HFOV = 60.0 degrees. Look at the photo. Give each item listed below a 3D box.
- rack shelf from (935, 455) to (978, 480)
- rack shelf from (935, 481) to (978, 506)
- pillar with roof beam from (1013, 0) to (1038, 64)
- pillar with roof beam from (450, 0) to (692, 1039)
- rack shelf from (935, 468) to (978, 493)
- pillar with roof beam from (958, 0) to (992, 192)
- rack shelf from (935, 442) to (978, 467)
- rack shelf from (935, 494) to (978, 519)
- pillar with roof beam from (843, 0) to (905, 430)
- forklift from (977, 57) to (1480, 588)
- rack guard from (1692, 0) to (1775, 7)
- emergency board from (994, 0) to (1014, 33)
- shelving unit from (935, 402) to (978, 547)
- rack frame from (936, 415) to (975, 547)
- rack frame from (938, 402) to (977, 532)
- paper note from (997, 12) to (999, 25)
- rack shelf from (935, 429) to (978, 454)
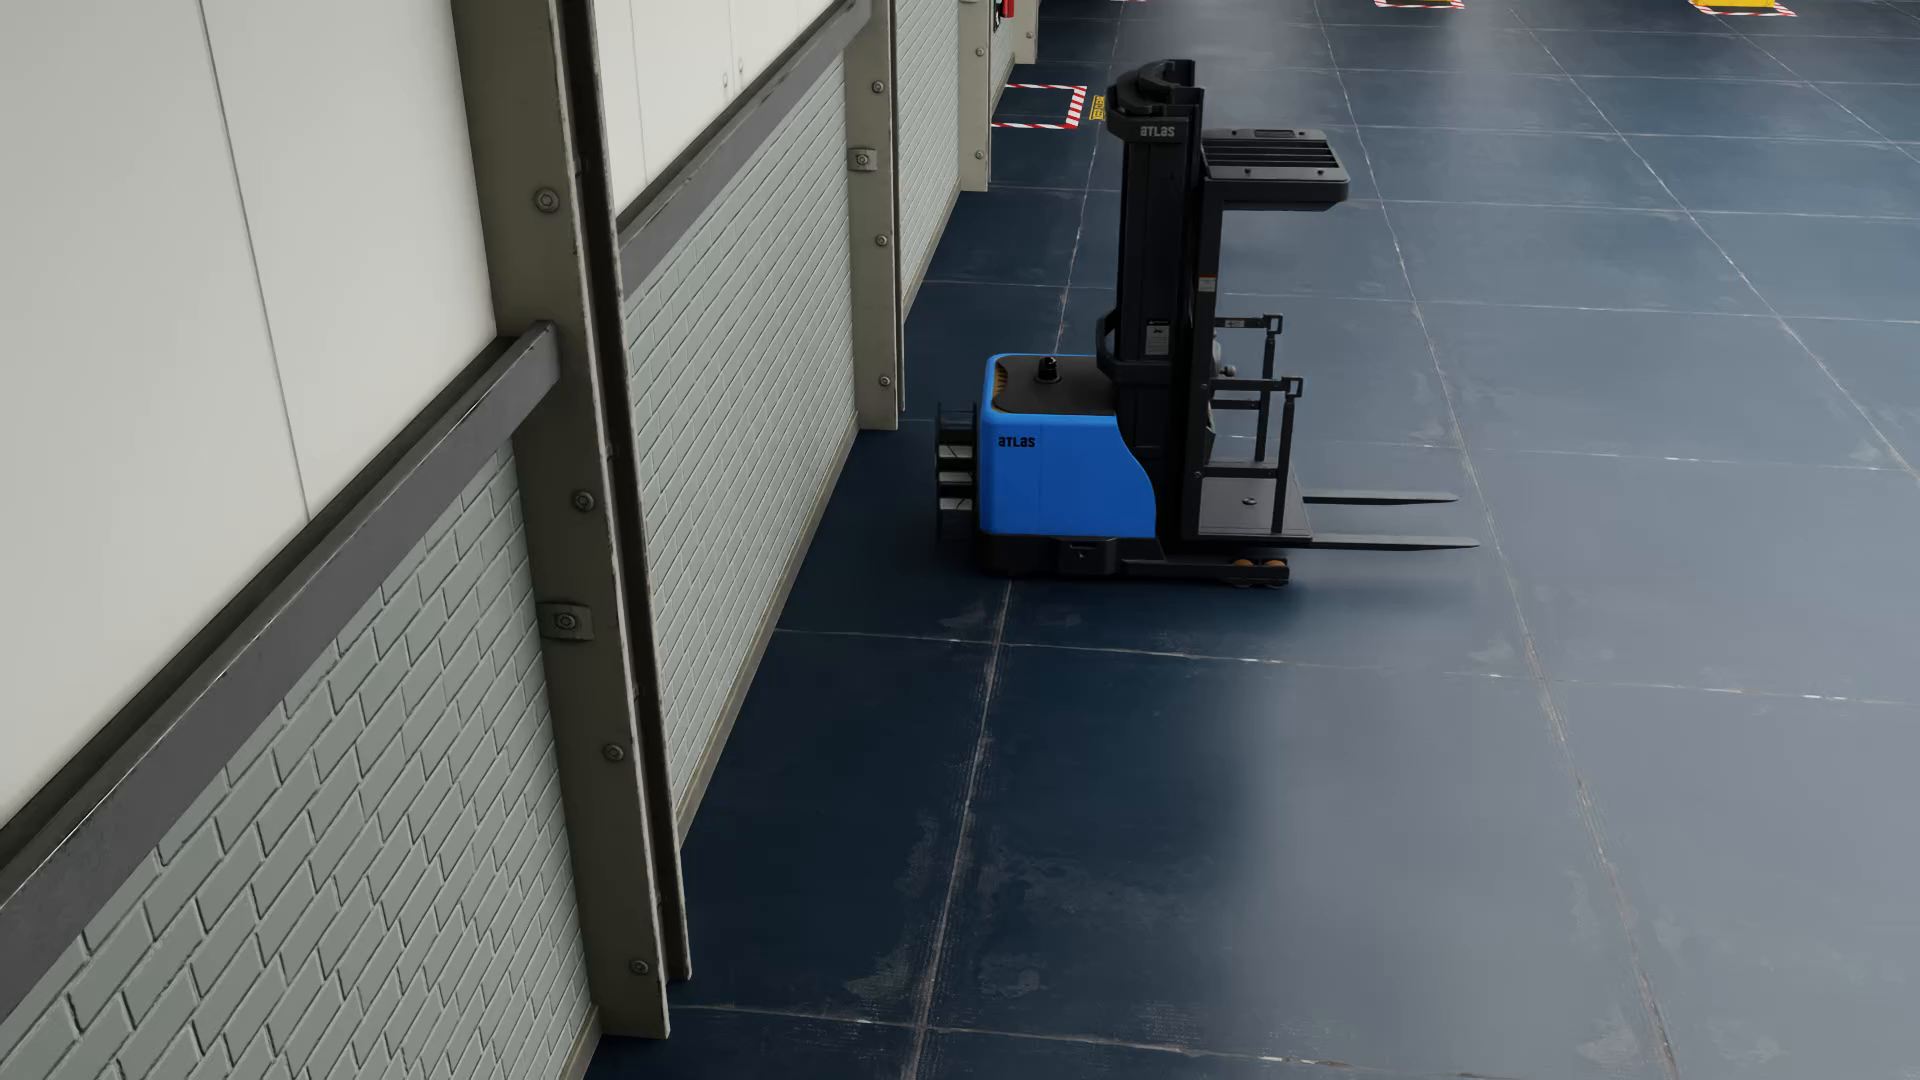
[{"bbox_3d":[-0.022,-0.452,10.310,0.258,0.077,0.200,1,28,3],"label":"rack shelf"},{"bbox_3d":[-0.021,-0.293,10.396,0.258,0.077,0.200,1,28,3],"label":"rack shelf"},{"bbox_3d":[5.155,-10.254,20.087,9.100,9.000,0.400,3,28,6],"label":"pillar with roof beam"},{"bbox_3d":[2.950,-1.781,4.360,9.100,9.000,0.400,3,28,6],"label":"pillar with roof beam"},{"bbox_3d":[-0.021,-0.372,10.353,0.258,0.077,0.200,1,28,3],"label":"rack shelf"},{"bbox_3d":[4.420,-7.429,14.845,9.100,9.000,0.400,3,28,6],"label":"pillar with roof beam"},{"bbox_3d":[-0.022,-0.531,10.268,0.258,0.077,0.200,1,28,3],"label":"rack shelf"},{"bbox_3d":[-0.021,-0.214,10.438,0.258,0.077,0.200,1,28,3],"label":"rack shelf"},{"bbox_3d":[3.685,-4.605,9.602,9.100,9.000,0.400,3,28,6],"label":"pillar with roof beam"},{"bbox_3d":[1.640,-1.260,9.790,3.031,2.935,1.130,1,28,3],"label":"forklift"},{"bbox_3d":[12.186,-8.670,26.107,1.175,0.500,0.348,3,28,6],"label":"rack guard"},{"bbox_3d":[0.542,-6.702,19.819,0.194,1.169,0.643,3,28,6],"label":"emergency board"},{"bbox_3d":[-0.021,-0.402,10.337,0.258,0.900,0.210,1,28,3],"label":"shelving unit"},{"bbox_3d":[-0.027,-0.353,10.248,0.240,0.900,0.006,1,28,3],"label":"rack frame"},{"bbox_3d":[-0.016,-0.450,10.427,0.240,0.900,0.006,1,28,3],"label":"rack frame"},{"bbox_3d":[0.452,-6.235,19.881,0.016,0.148,0.142,3,28,6],"label":"paper note"},{"bbox_3d":[-0.022,-0.610,10.225,0.258,0.077,0.200,1,28,3],"label":"rack shelf"}]
